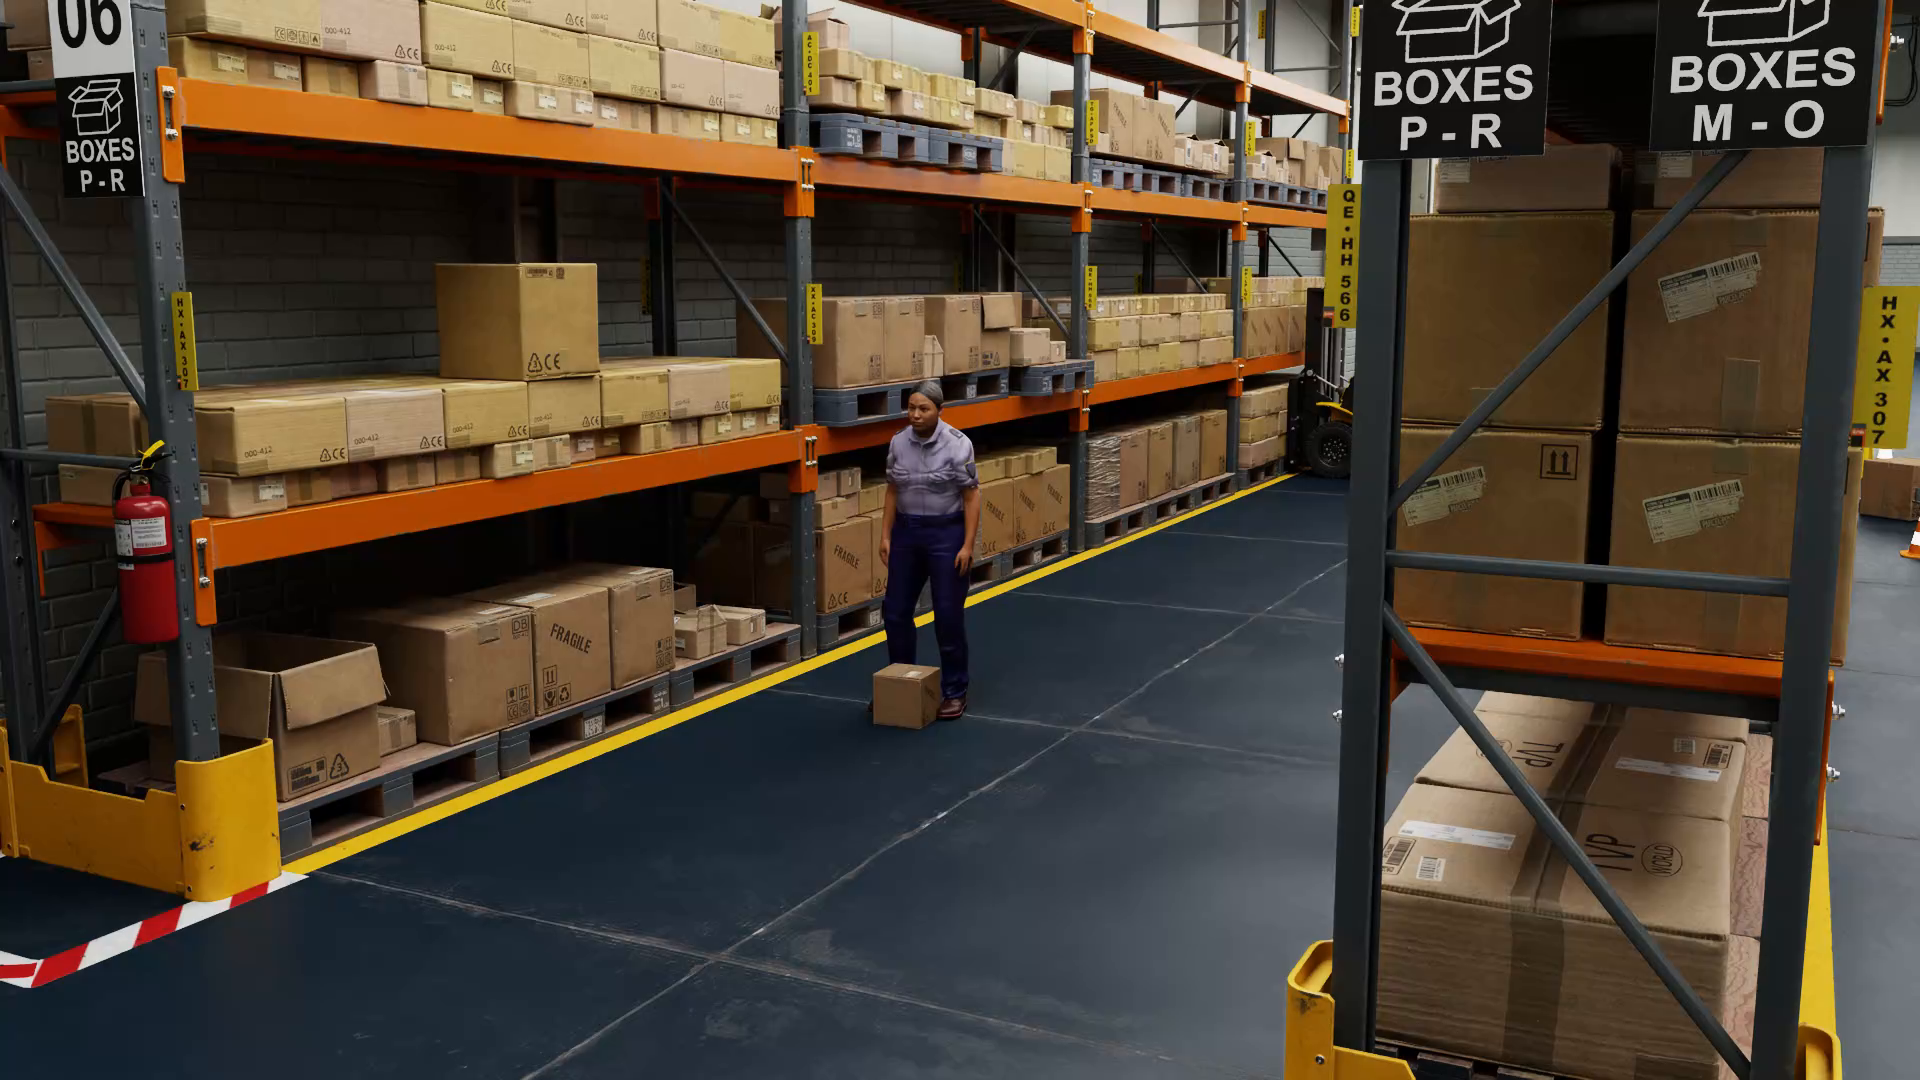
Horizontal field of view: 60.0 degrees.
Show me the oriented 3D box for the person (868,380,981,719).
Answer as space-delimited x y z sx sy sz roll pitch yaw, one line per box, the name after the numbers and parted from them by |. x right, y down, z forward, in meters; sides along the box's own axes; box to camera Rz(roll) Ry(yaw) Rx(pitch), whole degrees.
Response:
-0.167 0.042 8.184 0.537 1.637 0.337 4 10 25 | person
